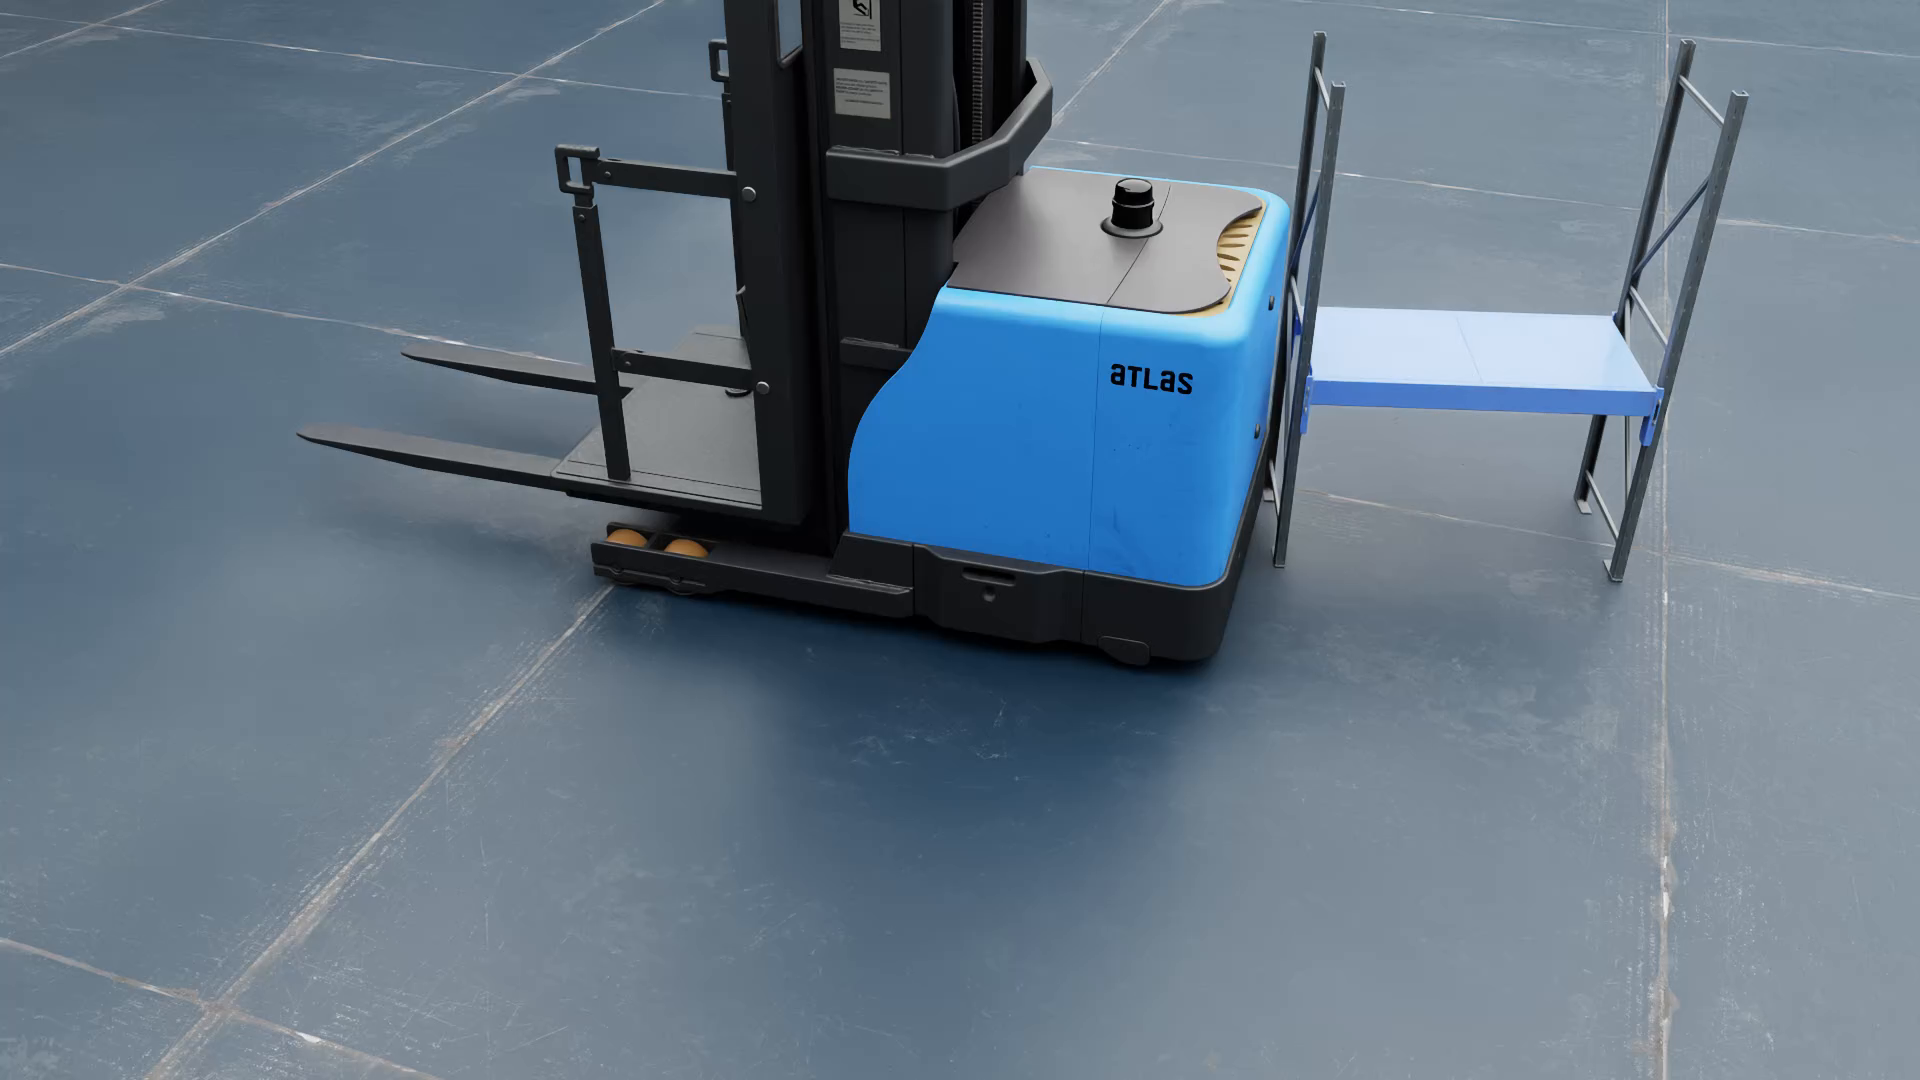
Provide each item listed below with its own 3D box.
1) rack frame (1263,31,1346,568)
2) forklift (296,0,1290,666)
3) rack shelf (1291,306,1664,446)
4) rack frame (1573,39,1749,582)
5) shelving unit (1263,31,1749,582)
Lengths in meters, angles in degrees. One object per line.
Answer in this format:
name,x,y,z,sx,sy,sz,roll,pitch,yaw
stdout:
rack frame,1.002,-0.679,4.919,0.032,1.500,0.500,2,33,4
forklift,-0.602,-1.328,4.605,3.031,2.935,1.130,9,34,14
rack shelf,1.508,-0.507,4.984,1.000,0.185,0.538,2,33,4
rack frame,2.015,-0.637,4.854,0.032,1.500,0.500,2,33,4
shelving unit,1.508,-0.658,4.887,1.048,1.500,0.538,2,33,4
